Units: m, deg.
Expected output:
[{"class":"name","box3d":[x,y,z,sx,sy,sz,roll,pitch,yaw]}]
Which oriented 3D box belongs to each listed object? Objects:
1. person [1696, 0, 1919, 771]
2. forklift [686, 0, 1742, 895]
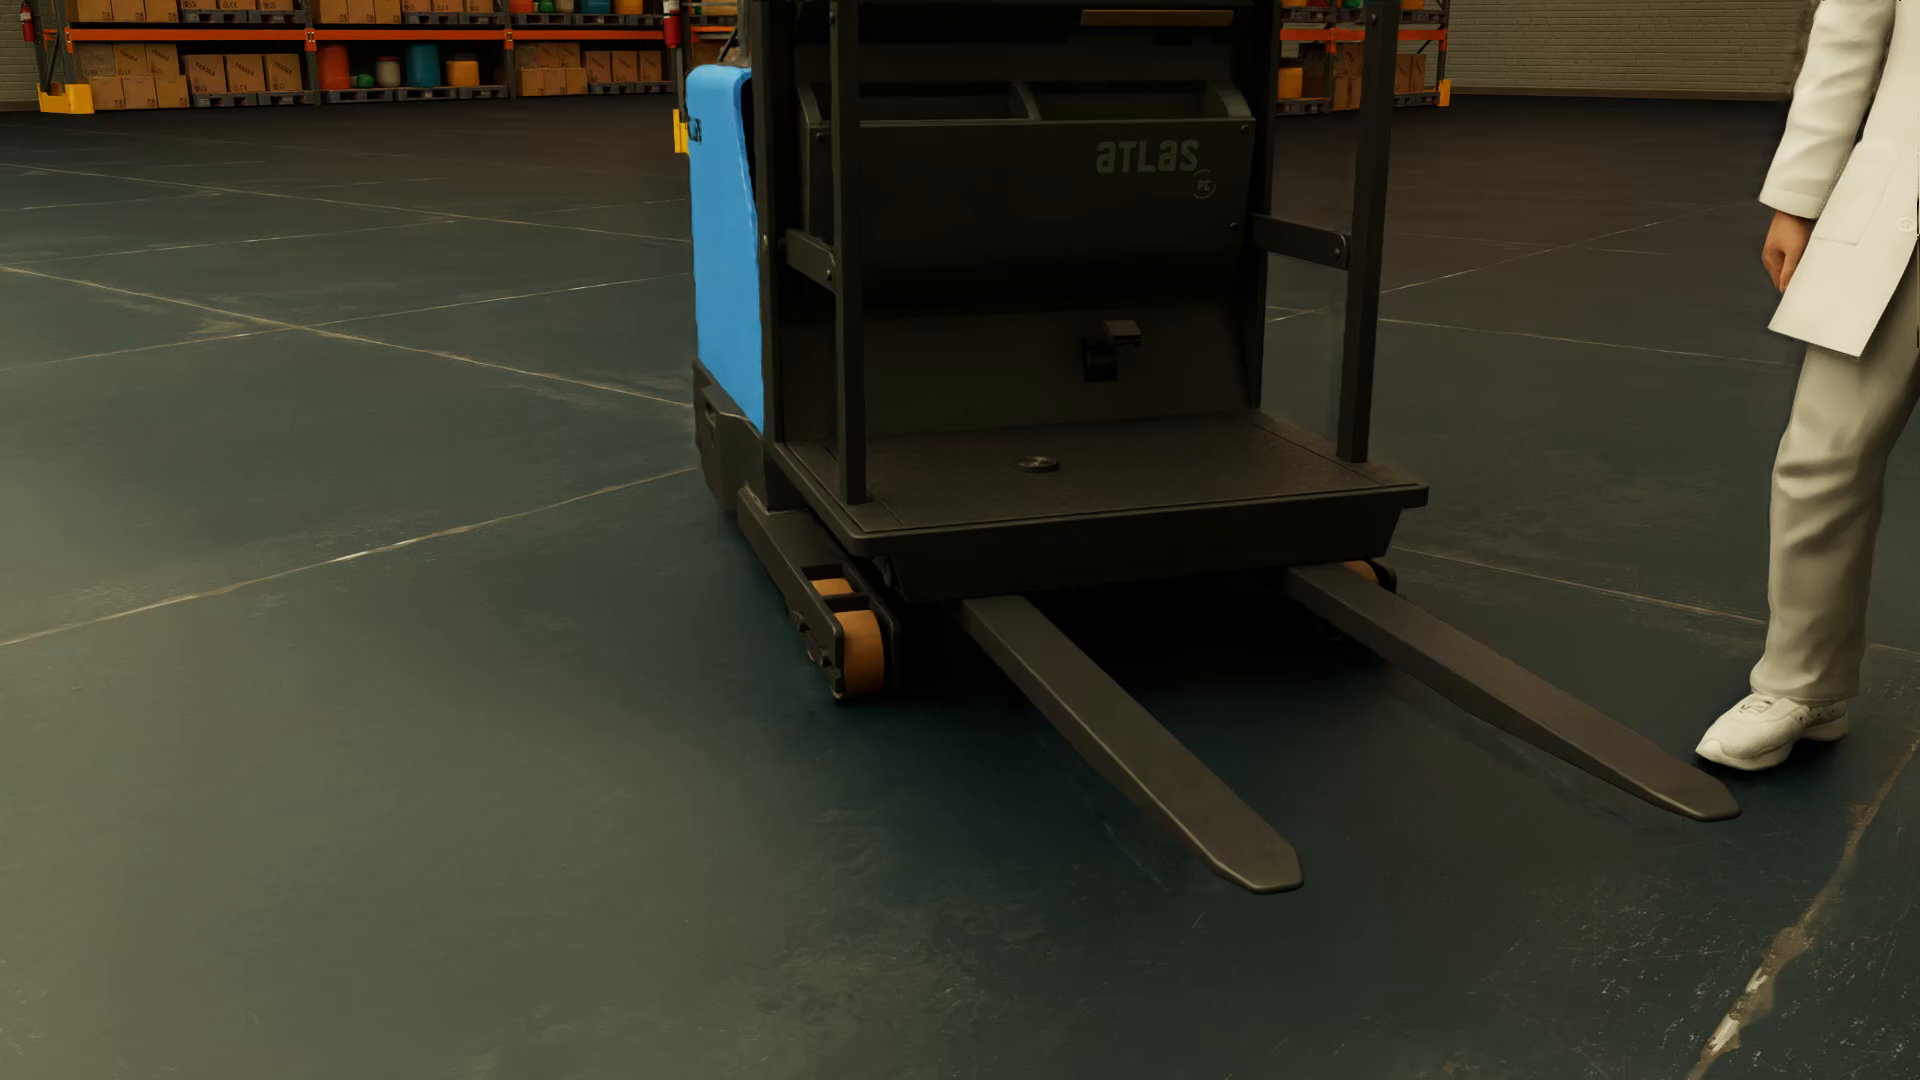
[{"class":"person","box3d":[1.524,-0.462,2.437,0.724,1.766,0.440,14,22,39]},{"class":"forklift","box3d":[0.203,-1.242,2.989,1.130,2.935,3.031,-5,18,-17]}]
